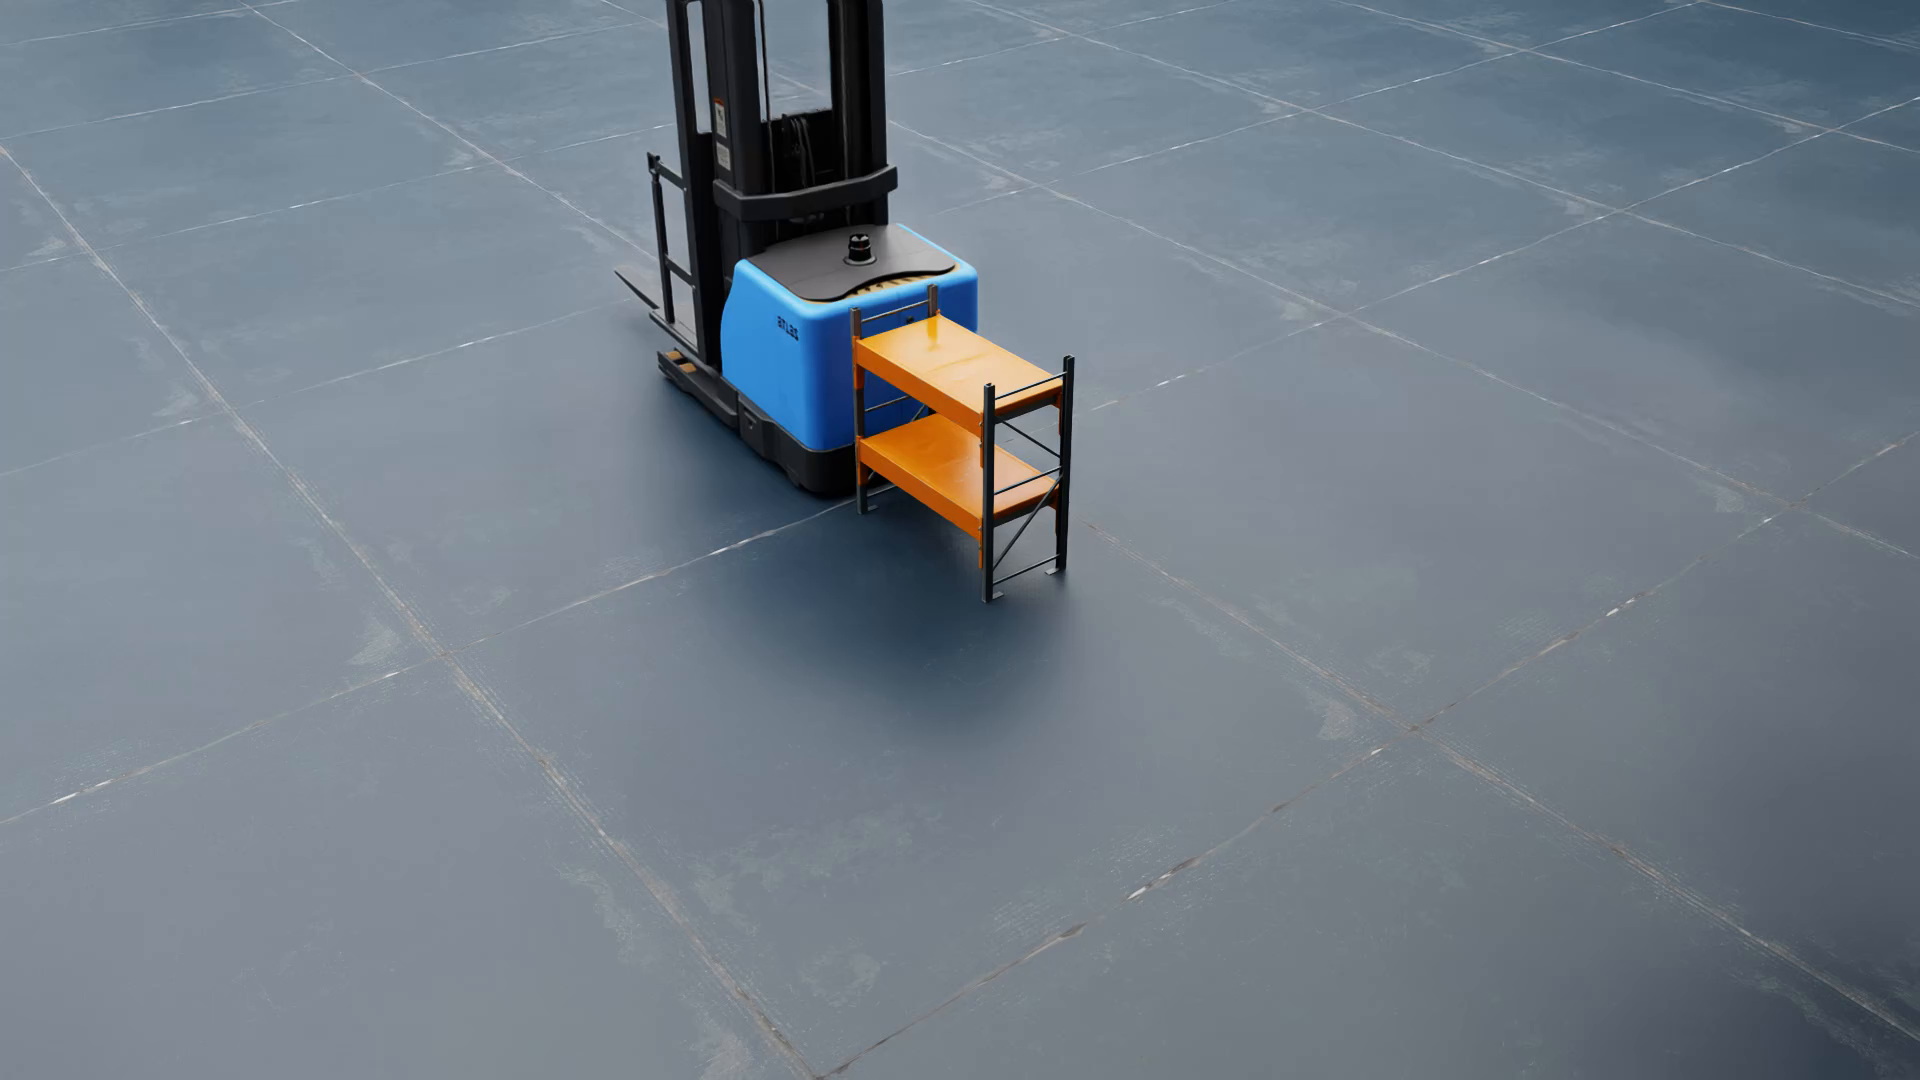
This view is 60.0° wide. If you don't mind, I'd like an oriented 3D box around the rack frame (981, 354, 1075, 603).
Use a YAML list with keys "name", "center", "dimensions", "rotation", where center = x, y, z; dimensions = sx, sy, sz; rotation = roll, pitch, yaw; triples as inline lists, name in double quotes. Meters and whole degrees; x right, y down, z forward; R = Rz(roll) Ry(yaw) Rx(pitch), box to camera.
- name: "rack frame"
  center: [0.308, -0.269, 7.617]
  dimensions: [0.500, 1.125, 0.032]
  rotation: [-22, 38, -31]

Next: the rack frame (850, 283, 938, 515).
- name: "rack frame"
  center: [-0.316, -0.693, 8.299]
  dimensions: [0.500, 1.125, 0.032]
  rotation: [-22, 38, -31]

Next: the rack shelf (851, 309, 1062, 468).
- name: "rack shelf"
  center: [-0.004, -0.729, 7.803]
  dimensions: [0.538, 0.278, 1.000]
  rotation: [-22, 38, -31]

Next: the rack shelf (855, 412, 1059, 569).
- name: "rack shelf"
  center: [-0.004, -0.273, 8.087]
  dimensions: [0.538, 0.278, 1.000]
  rotation: [-22, 38, -31]

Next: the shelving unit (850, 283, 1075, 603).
- name: "shelving unit"
  center: [-0.004, -0.481, 7.958]
  dimensions: [0.538, 1.125, 1.048]
  rotation: [-22, 38, -31]

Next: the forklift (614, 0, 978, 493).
- name: "forklift"
  center: [-1.113, -2.224, 9.053]
  dimensions: [1.130, 2.935, 3.031]
  rotation: [-19, 36, -27]
